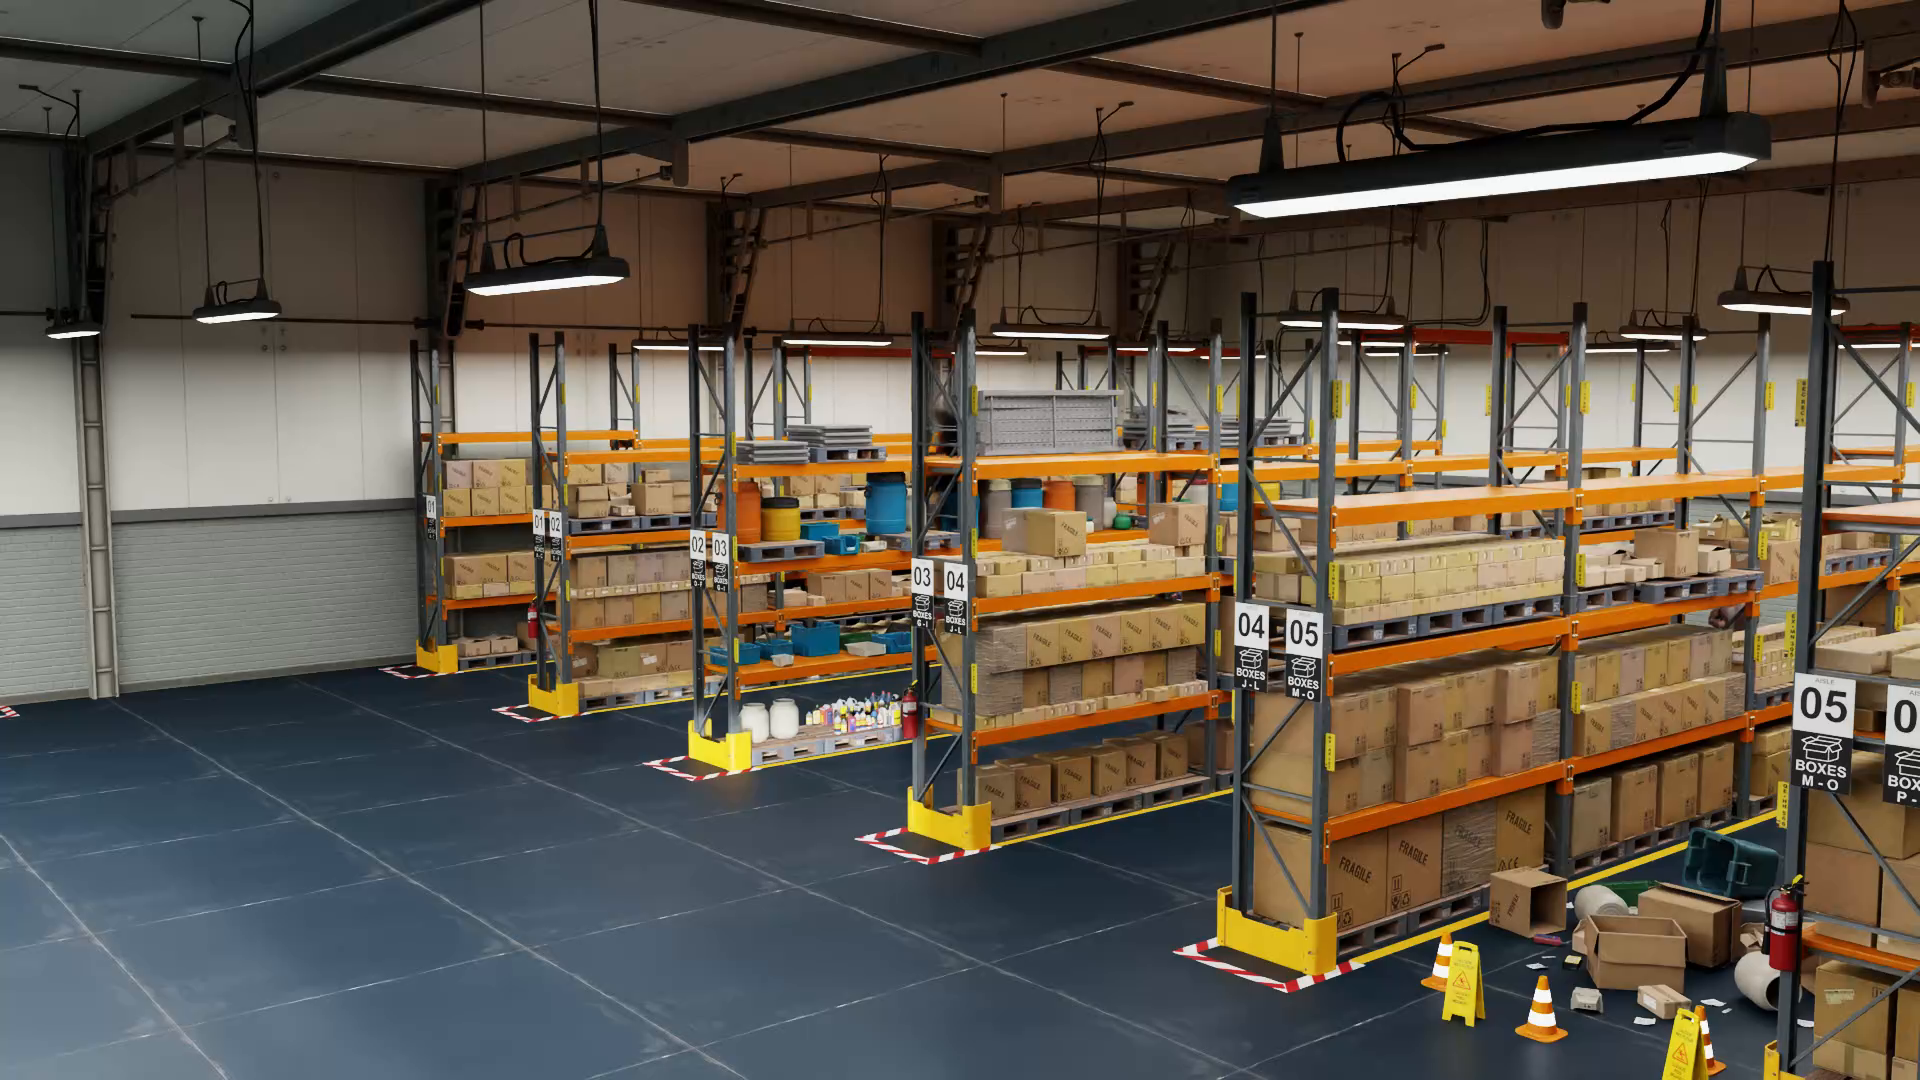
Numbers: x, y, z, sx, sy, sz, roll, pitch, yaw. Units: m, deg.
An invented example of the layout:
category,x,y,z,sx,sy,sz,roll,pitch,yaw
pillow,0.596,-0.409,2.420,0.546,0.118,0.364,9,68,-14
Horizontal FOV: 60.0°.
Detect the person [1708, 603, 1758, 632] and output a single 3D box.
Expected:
category,x,y,z,sx,sy,sz,roll,pitch,yaw
person,12.833,1.695,27.656,0.709,1.817,0.976,4,7,37
